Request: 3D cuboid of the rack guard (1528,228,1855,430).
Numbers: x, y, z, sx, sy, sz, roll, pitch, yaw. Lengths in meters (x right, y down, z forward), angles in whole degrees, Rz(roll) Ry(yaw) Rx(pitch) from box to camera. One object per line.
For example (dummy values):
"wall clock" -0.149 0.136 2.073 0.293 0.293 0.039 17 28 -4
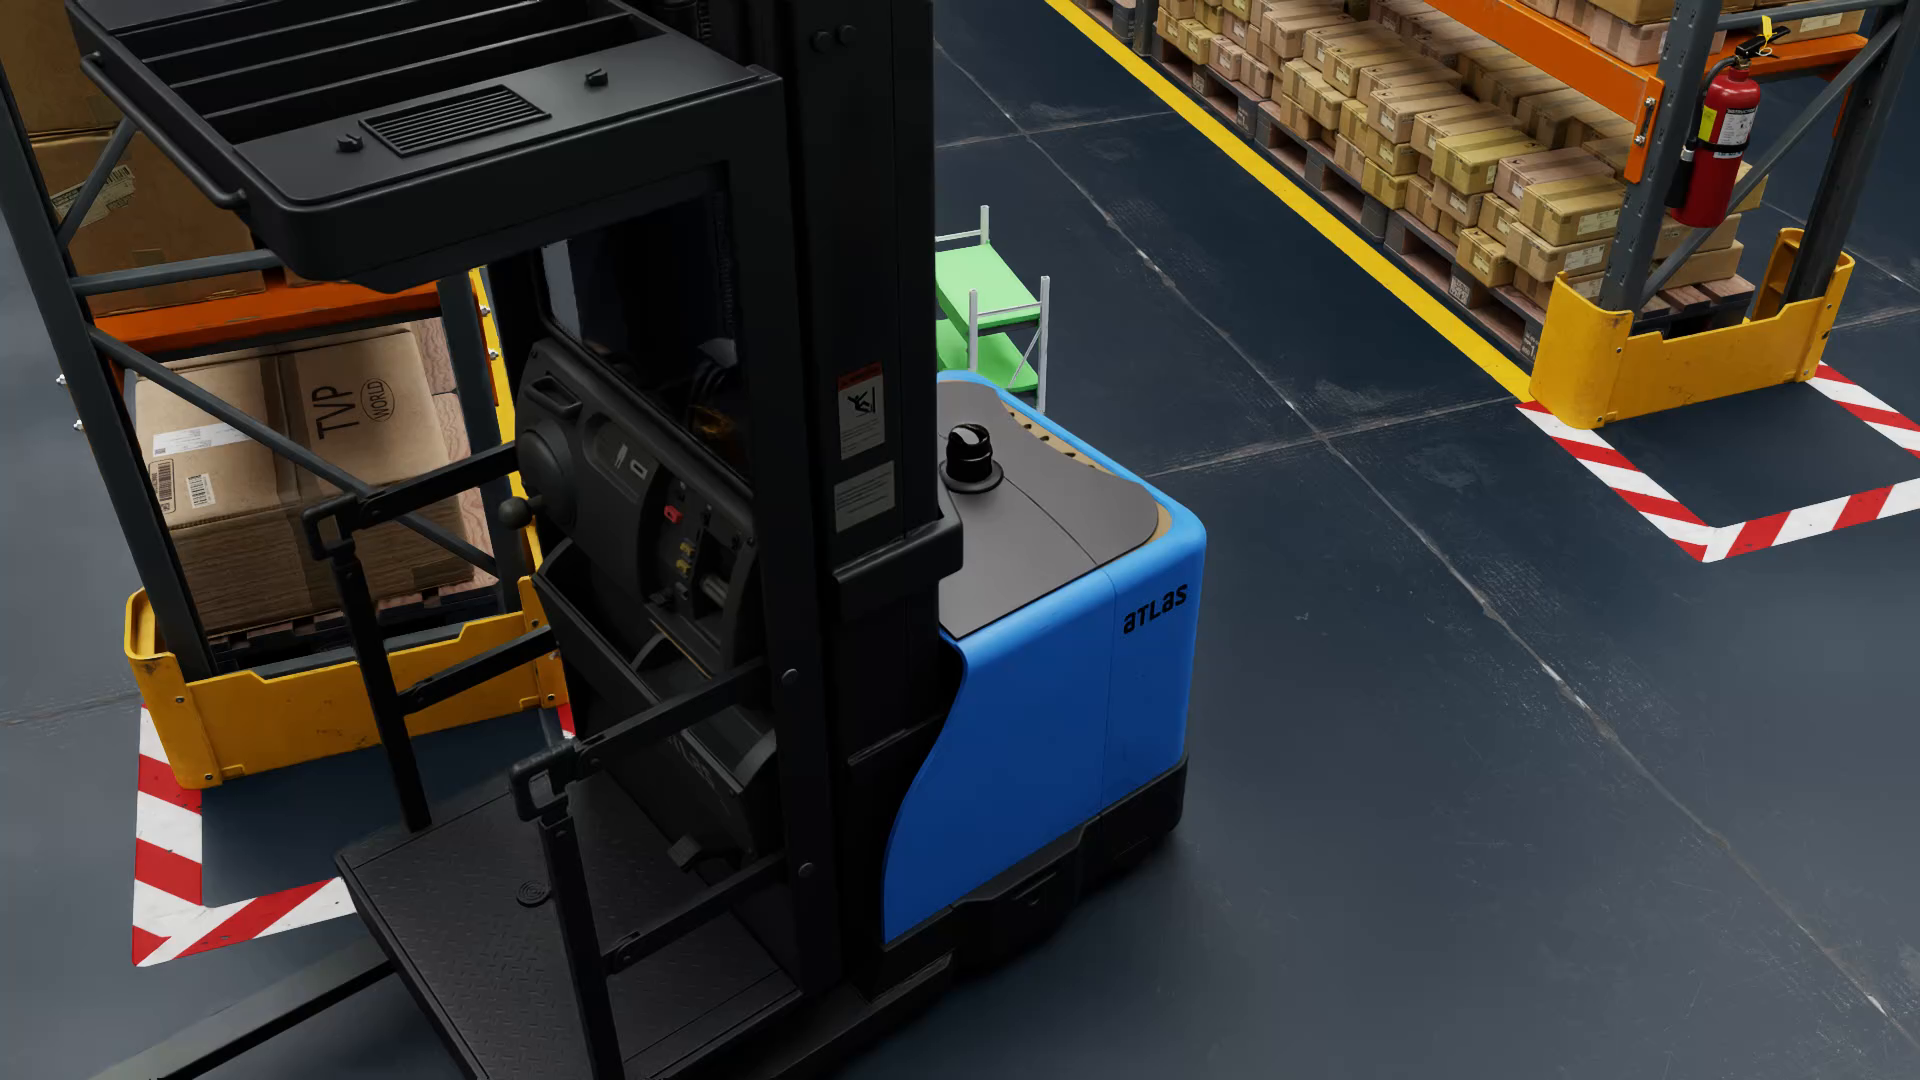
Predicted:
"rack guard" 2.818 -0.824 6.428 1.175 0.500 0.348 -12 39 -16

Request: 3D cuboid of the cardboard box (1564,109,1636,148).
"cardboard box" 2.808 -1.712 7.055 0.380 0.149 0.250 -13 39 -16

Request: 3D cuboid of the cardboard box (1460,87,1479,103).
"cardboard box" 2.397 -2.005 7.692 0.380 0.149 0.250 -11 38 -14

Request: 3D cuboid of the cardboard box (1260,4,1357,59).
"cardboard box" 1.686 -2.464 8.054 0.380 0.149 0.250 -12 39 -15

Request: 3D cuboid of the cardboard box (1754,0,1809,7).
"cardboard box" 2.949 -2.249 5.912 0.500 0.500 0.500 -11 38 -14

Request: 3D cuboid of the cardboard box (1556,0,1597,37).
"cardboard box" 2.416 -1.953 6.058 0.380 0.149 0.250 -13 39 -16

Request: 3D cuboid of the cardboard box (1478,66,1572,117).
"cardboard box" 2.559 -1.993 7.429 0.380 0.149 0.250 -11 38 -14

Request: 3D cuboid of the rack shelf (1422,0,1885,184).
"rack shelf" 2.156 -2.622 7.335 1.077 0.370 4.000 -12 39 -16

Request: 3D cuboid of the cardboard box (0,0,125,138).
"cardboard box" -2.159 -1.360 4.148 0.500 0.500 0.500 -11 38 -14

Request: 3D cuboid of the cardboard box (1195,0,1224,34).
"cardboard box" 1.463 -2.791 8.736 0.380 0.149 0.250 -12 39 -16

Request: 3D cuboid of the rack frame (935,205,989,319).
"rack frame" -0.027 -0.524 5.448 0.240 1.200 0.015 -12 39 -16

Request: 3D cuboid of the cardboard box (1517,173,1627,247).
"cardboard box" 2.424 -1.292 6.499 0.380 0.149 0.250 -12 39 -15

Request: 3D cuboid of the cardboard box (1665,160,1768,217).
"cardboard box" 2.983 -1.412 6.658 0.380 0.149 0.250 -14 39 -18

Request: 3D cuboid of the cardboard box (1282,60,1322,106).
"cardboard box" 1.771 -2.192 7.940 0.380 0.149 0.250 -13 39 -16

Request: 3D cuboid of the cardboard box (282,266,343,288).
"cardboard box" -1.665 -1.068 4.591 0.500 0.500 0.500 -13 39 -16

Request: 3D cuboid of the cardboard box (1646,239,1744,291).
"cardboard box" 2.964 -1.170 6.831 0.380 0.149 0.250 -12 39 -15

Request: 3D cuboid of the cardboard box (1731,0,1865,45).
"cardboard box" 3.040 -1.930 6.028 0.380 0.149 0.250 -13 39 -16

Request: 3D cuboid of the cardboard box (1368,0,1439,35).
"cardboard box" 2.248 -2.586 8.217 0.380 0.149 0.250 -14 39 -18

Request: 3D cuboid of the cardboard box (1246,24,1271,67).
"cardboard box" 1.671 -2.508 8.360 0.380 0.149 0.250 -14 39 -18

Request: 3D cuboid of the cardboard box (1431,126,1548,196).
"cardboard box" 2.183 -1.566 6.862 0.380 0.149 0.250 -13 39 -17

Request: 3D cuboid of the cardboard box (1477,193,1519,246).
"cardboard box" 2.355 -1.325 6.789 0.380 0.149 0.250 -13 39 -17

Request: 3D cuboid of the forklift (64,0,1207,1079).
"forklift" -0.851 -0.031 3.355 3.031 2.935 1.130 -26 44 -30

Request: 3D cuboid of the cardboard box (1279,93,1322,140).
"cardboard box" 1.776 -2.071 8.027 0.380 0.149 0.250 -13 39 -17

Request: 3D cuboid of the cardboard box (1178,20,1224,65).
"cardboard box" 1.382 -2.645 8.789 0.380 0.149 0.250 -11 38 -15

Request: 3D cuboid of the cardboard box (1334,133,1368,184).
"cardboard box" 1.954 -1.780 7.641 0.380 0.149 0.250 -12 39 -15

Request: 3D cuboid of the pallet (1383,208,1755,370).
"pallet" 2.571 -1.175 7.134 1.003 0.211 1.213 -12 39 -16

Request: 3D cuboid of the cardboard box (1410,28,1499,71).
"cardboard box" 2.335 -2.274 7.801 0.380 0.149 0.250 -12 39 -16

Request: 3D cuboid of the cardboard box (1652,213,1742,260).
"cardboard box" 2.905 -1.276 6.724 0.380 0.149 0.250 -11 38 -14

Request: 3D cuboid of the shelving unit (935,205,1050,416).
"shelving unit" 0.057 -0.386 5.265 0.258 1.200 0.503 -12 39 -16

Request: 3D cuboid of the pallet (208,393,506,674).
"pallet" -2.118 -0.019 5.600 1.003 0.211 1.213 -12 39 -16

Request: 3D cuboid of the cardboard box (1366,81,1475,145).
"cardboard box" 2.008 -1.866 7.260 0.380 0.149 0.250 -11 38 -14

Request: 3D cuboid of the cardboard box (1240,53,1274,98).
"cardboard box" 1.651 -2.383 8.440 0.380 0.149 0.250 -13 39 -17

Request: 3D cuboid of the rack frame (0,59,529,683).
"rack frame" -1.769 -0.697 4.183 1.000 3.000 0.127 -12 39 -16

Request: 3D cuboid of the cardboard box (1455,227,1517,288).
"cardboard box" 2.283 -1.187 6.853 0.380 0.149 0.250 -11 38 -15

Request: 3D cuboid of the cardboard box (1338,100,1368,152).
"cardboard box" 1.953 -1.898 7.550 0.380 0.149 0.250 -11 38 -14

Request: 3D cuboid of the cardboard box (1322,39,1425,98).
"cardboard box" 1.905 -2.180 7.677 0.380 0.149 0.250 -12 39 -16

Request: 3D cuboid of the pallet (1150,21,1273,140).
"pallet" 1.732 -2.553 8.964 1.003 0.211 1.213 -12 39 -16

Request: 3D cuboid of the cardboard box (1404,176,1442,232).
"cardboard box" 2.176 -1.491 7.256 0.380 0.149 0.250 -12 39 -15

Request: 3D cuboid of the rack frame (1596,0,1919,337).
"rack frame" 2.844 -1.779 5.619 1.000 3.000 0.127 -12 39 -16

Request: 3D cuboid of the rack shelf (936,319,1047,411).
"rack shelf" 0.057 -0.526 5.159 0.258 0.148 0.480 -12 39 -16

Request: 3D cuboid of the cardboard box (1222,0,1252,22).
"cardboard box" 1.564 -2.767 8.457 0.380 0.149 0.250 -13 39 -17

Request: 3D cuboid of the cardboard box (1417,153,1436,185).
"cardboard box" 2.218 -1.632 7.197 0.380 0.149 0.250 -13 39 -16

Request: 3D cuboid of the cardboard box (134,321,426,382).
"cardboard box" -2.413 -0.709 5.979 0.875 0.438 0.875 -11 38 -15
